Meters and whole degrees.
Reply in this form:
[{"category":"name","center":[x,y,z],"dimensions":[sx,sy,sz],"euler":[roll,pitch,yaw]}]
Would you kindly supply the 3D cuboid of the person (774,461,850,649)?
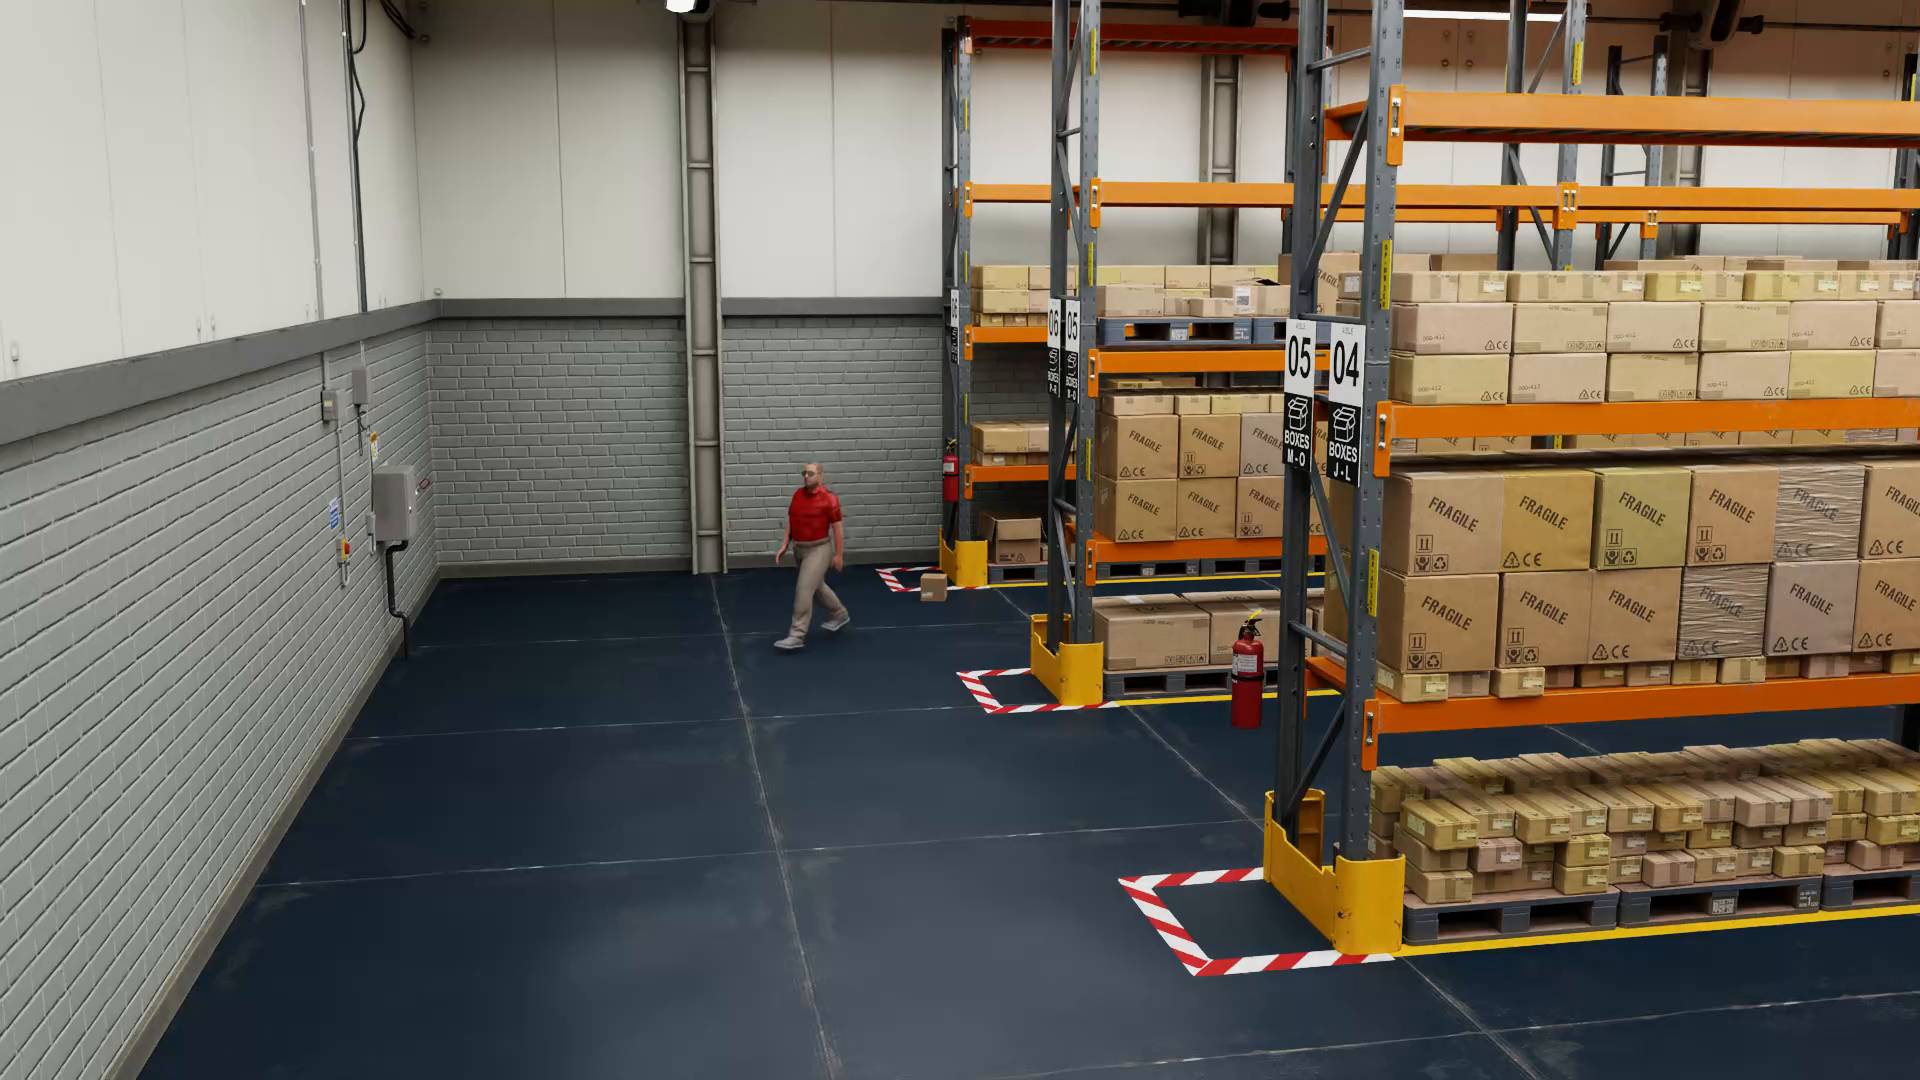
[{"category":"person","center":[-1.374,0.111,15.272],"dimensions":[0.536,1.671,1.066],"euler":[9,13,43]}]
